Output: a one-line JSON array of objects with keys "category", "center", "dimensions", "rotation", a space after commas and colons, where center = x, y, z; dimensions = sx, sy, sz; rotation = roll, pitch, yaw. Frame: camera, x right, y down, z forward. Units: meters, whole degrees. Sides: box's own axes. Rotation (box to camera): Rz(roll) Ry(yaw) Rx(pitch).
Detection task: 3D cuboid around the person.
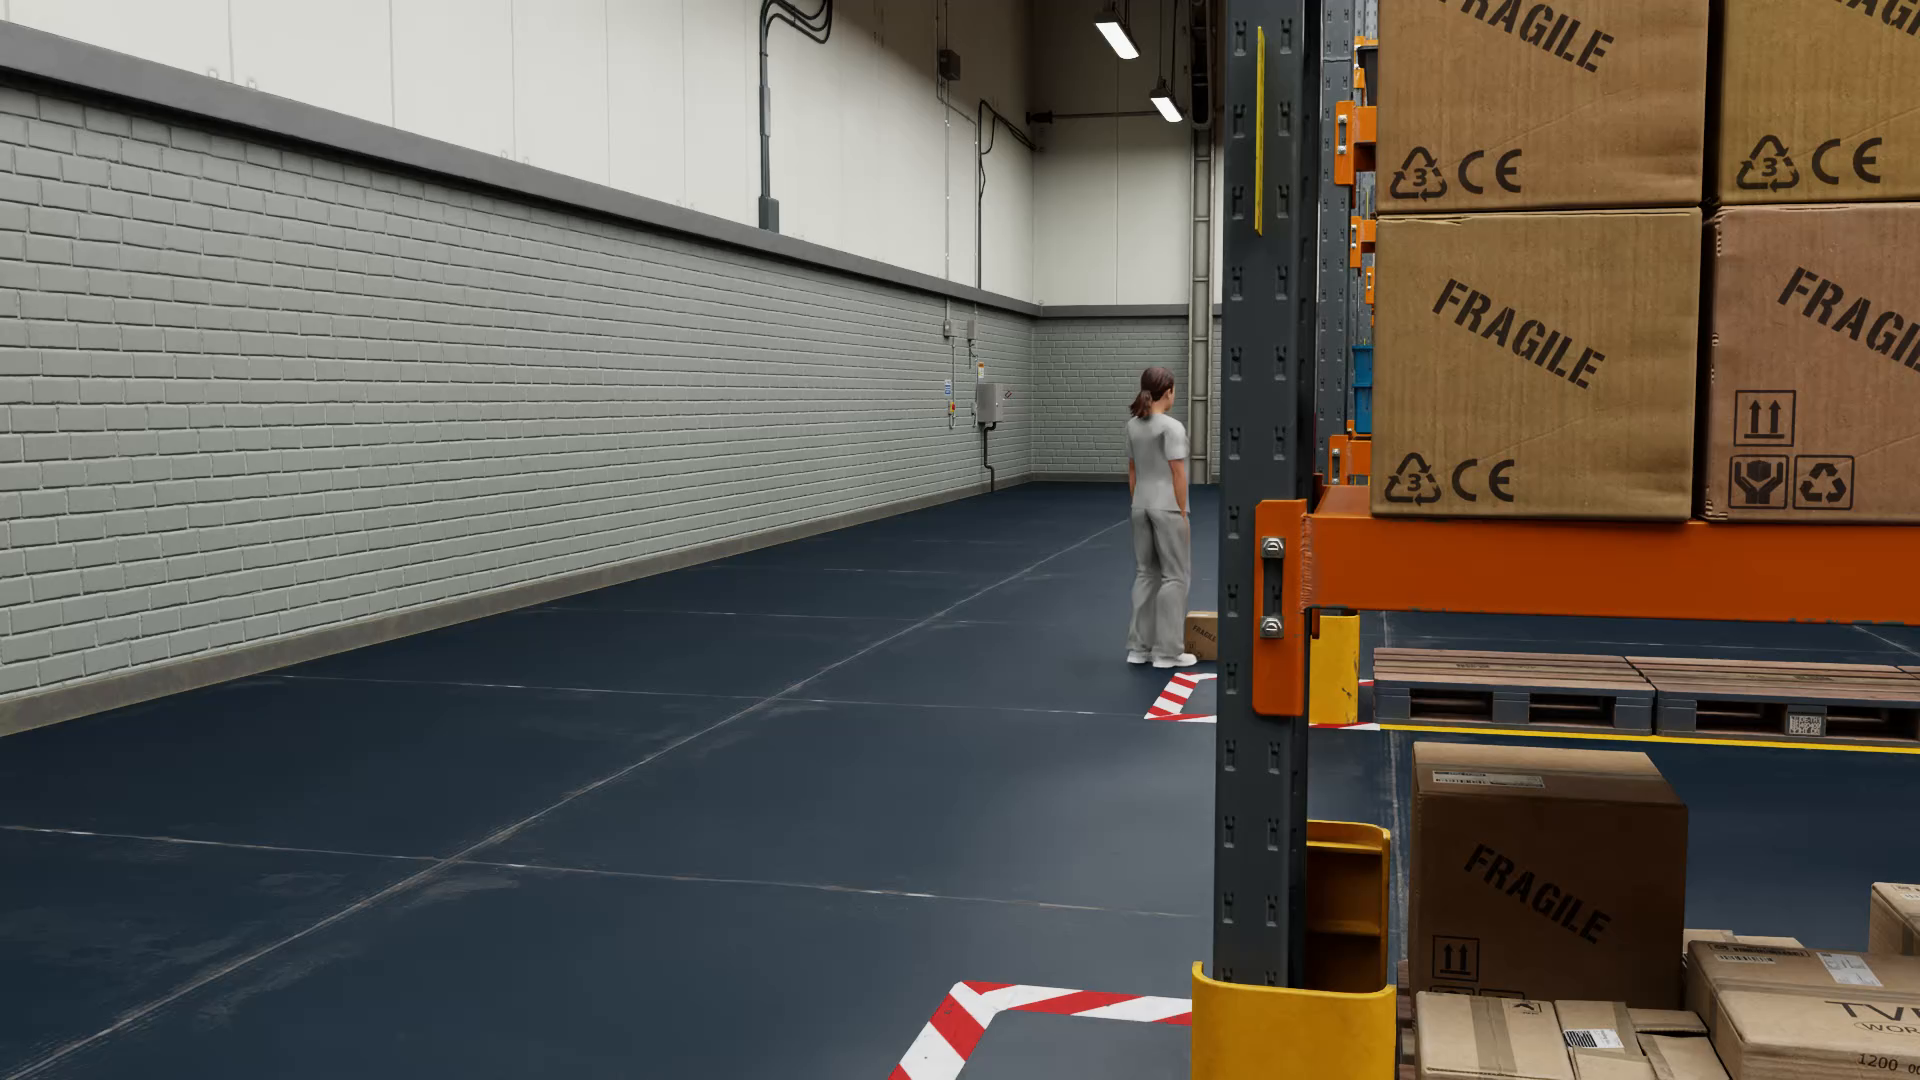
[{"category": "person", "center": [1.105, -0.129, 9.293], "dimensions": [0.347, 1.670, 0.438], "rotation": [-4, 6, -38]}]
